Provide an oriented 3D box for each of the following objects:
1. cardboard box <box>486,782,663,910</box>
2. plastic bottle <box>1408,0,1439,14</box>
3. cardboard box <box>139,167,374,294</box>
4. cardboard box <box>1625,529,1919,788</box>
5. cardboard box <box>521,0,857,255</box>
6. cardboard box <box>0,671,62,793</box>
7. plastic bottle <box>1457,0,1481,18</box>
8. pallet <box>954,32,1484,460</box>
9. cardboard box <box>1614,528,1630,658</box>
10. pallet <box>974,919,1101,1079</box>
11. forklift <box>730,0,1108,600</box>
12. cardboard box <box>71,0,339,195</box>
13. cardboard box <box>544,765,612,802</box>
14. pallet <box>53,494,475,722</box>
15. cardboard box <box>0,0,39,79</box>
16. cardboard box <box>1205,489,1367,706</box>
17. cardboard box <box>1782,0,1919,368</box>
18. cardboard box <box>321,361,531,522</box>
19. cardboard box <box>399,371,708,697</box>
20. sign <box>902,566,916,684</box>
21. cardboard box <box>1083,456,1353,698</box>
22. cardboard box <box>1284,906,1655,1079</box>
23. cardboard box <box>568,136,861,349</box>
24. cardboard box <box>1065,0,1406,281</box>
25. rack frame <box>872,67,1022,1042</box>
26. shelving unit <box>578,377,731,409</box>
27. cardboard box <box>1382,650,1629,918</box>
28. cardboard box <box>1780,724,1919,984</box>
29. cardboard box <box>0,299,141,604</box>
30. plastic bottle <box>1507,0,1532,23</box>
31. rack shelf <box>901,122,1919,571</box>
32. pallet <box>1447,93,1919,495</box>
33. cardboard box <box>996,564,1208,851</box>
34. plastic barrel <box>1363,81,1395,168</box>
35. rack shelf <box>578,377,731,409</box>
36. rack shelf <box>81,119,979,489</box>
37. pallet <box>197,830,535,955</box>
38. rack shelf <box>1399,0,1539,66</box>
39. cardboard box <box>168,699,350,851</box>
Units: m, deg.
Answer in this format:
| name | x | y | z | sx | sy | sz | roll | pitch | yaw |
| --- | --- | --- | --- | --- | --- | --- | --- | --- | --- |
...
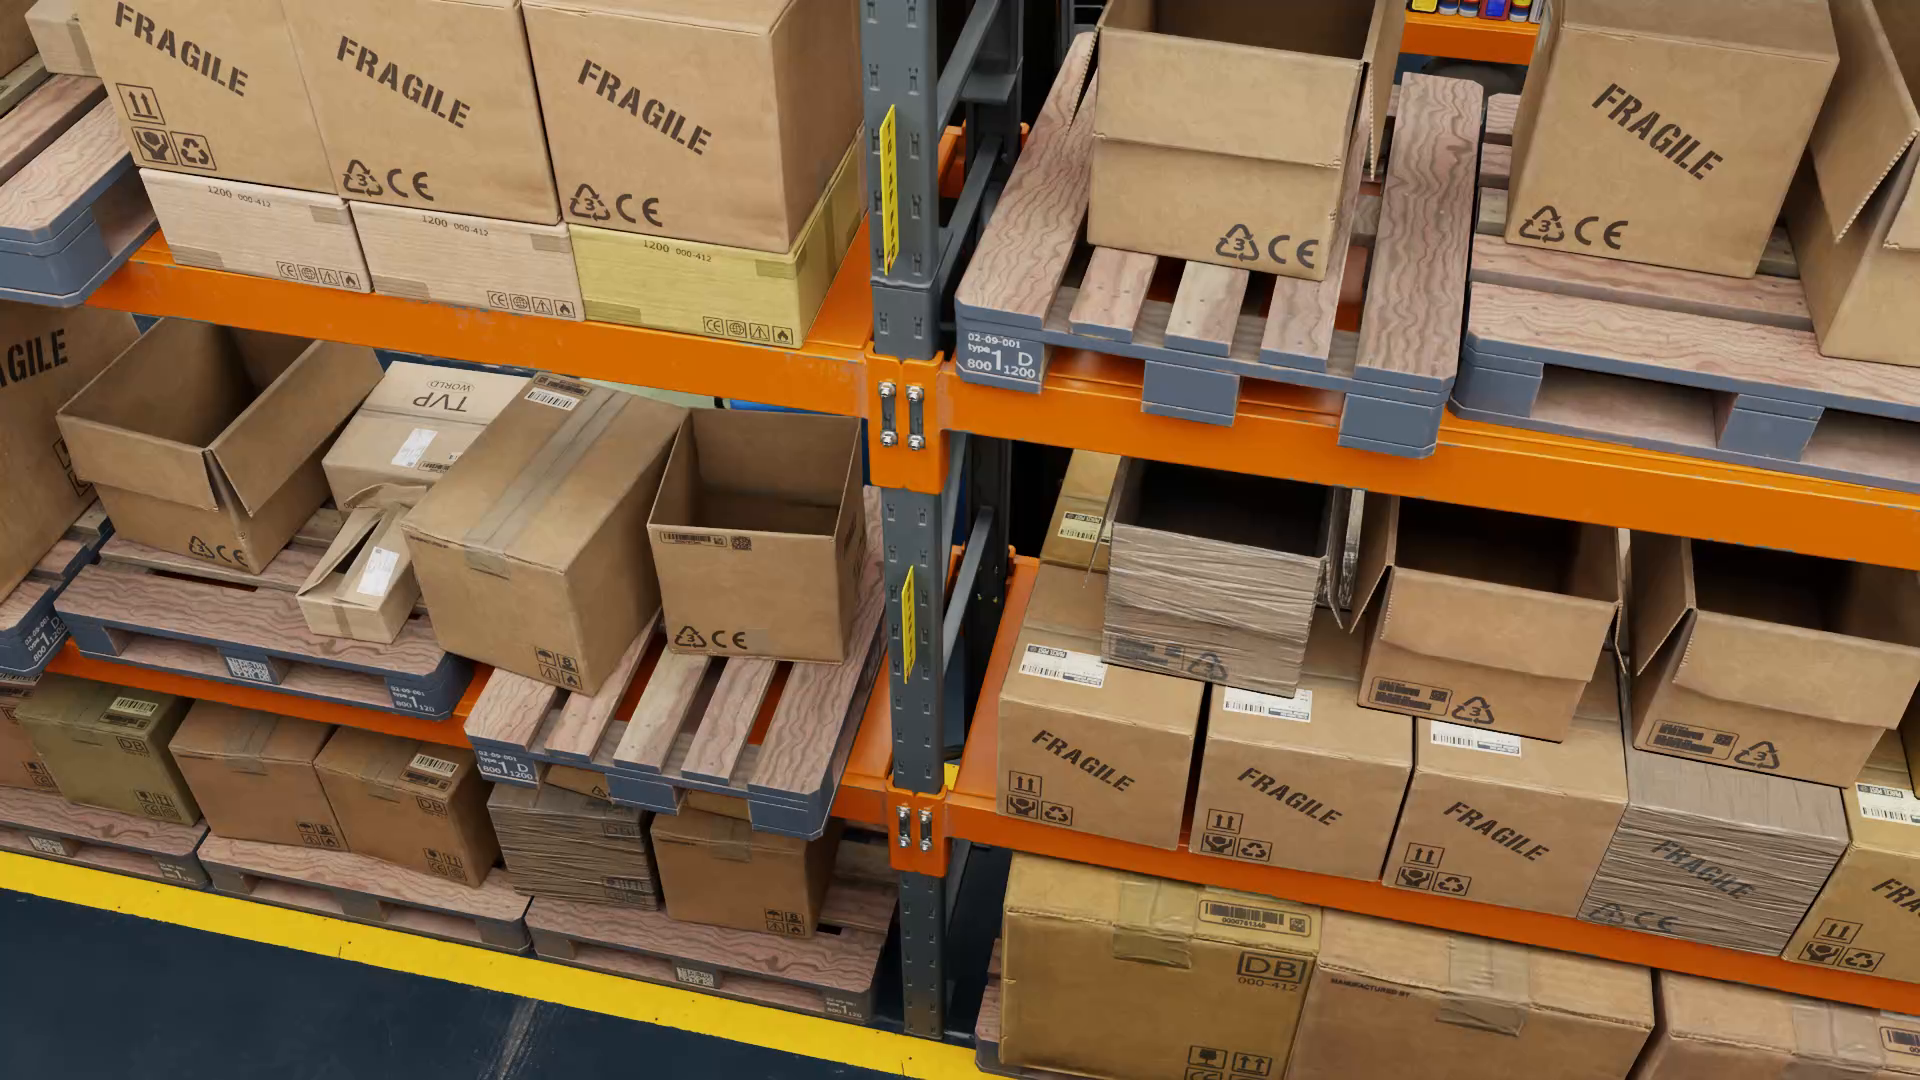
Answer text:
| name | x | y | z | sx | sy | sz | roll | pitch | yaw |
| --- | --- | --- | --- | --- | --- | --- | --- | --- | --- |
| cardboard box | -1.217 | 0.807 | 5.694 | 0.500 | 0.500 | 0.700 | 5 | 44 | 6 |
| plastic bottle | 2.216 | -2.642 | 7.876 | 0.133 | 0.283 | 0.061 | 9 | 45 | 9 |
| cardboard box | -1.508 | -0.849 | 3.874 | 0.500 | 0.250 | 0.500 | 10 | 45 | 10 |
| cardboard box | 1.987 | 0.150 | 4.096 | 0.637 | 0.503 | 0.797 | 10 | 45 | 10 |
| cardboard box | -0.535 | -0.972 | 3.461 | 0.500 | 0.500 | 0.500 | 10 | 45 | 10 |
| cardboard box | -3.323 | 0.472 | 6.042 | 0.500 | 0.500 | 0.700 | 6 | 44 | 6 |
| plastic bottle | 2.428 | -2.617 | 7.859 | 0.097 | 0.271 | 0.097 | 0 | 44 | 0 |
| pallet | 0.626 | -0.723 | 3.772 | 1.003 | 0.211 | 1.213 | 11 | 45 | 11 |
| cardboard box | 2.010 | 0.332 | 4.630 | 0.500 | 0.500 | 0.500 | 10 | 45 | 10 |
| pallet | 0.739 | 1.403 | 5.600 | 1.213 | 0.211 | 1.003 | 9 | 45 | 9 |
| forklift | 0.649 | -1.100 | 6.239 | 3.031 | 2.935 | 1.130 | 2 | 44 | 2 |
| cardboard box | -1.517 | -1.128 | 3.623 | 0.500 | 0.500 | 0.500 | 10 | 45 | 10 |
| cardboard box | -1.195 | 0.545 | 5.425 | 0.500 | 0.250 | 0.500 | 14 | 46 | 14 |
| pallet | -1.955 | 0.025 | 5.160 | 1.213 | 0.211 | 1.003 | 9 | 45 | 9 |
| cardboard box | -2.561 | -1.367 | 3.927 | 0.637 | 0.503 | 0.797 | 11 | 45 | 11 |
| cardboard box | 1.007 | 0.178 | 4.790 | 0.500 | 0.500 | 0.500 | 8 | 45 | 9 |
| cardboard box | 1.984 | -0.747 | 3.282 | 0.637 | 0.503 | 0.797 | 8 | 45 | 8 |
| cardboard box | -1.600 | -0.279 | 5.142 | 0.500 | 0.250 | 0.500 | 8 | 44 | 8 |
| cardboard box | -1.117 | -0.031 | 4.704 | 0.500 | 0.500 | 0.700 | 15 | 46 | 15 |
| sign | -0.124 | 0.208 | 4.053 | 0.005 | 0.325 | 0.100 | 9 | 45 | 9 |
| cardboard box | 0.696 | -0.048 | 4.301 | 0.637 | 0.503 | 0.797 | 10 | 45 | 10 |
| cardboard box | 1.523 | 1.101 | 5.133 | 0.875 | 0.875 | 1.225 | 9 | 45 | 9 |
| cardboard box | -0.532 | -0.705 | 3.725 | 0.500 | 0.250 | 0.500 | 9 | 45 | 9 |
| cardboard box | 0.597 | -0.998 | 3.543 | 0.637 | 0.503 | 0.797 | 11 | 45 | 11 |
| rack frame | -0.014 | 0.228 | 4.810 | 0.127 | 3.000 | 1.000 | 9 | 45 | 9 |
| shelving unit | -1.289 | -0.754 | 6.912 | 0.755 | 1.500 | 0.431 | 10 | 45 | 10 |
| cardboard box | 1.405 | 0.601 | 4.350 | 0.500 | 0.500 | 0.500 | 8 | 44 | 8 |
| cardboard box | 2.380 | 0.757 | 4.188 | 0.500 | 0.500 | 0.500 | 8 | 45 | 9 |
| cardboard box | -3.173 | -0.530 | 4.863 | 1.000 | 1.000 | 1.000 | 9 | 45 | 9 |
| plastic bottle | 2.653 | -2.582 | 7.823 | 0.097 | 0.271 | 0.097 | 0 | 44 | 0 |
| rack shelf | 1.937 | -0.291 | 3.705 | 4.000 | 0.370 | 1.077 | 9 | 45 | 9 |
| pallet | 1.718 | -0.556 | 3.598 | 1.213 | 0.211 | 1.003 | 11 | 45 | 11 |
| cardboard box | 0.401 | 0.449 | 4.508 | 0.500 | 0.500 | 0.500 | 10 | 45 | 10 |
| plastic barrel | 2.119 | -2.291 | 8.919 | 0.421 | 0.512 | 0.421 | 0 | 44 | 0 |
| rack shelf | -1.289 | -0.520 | 7.138 | 0.720 | 0.370 | 0.431 | 10 | 45 | 10 |
| rack shelf | -1.966 | -0.897 | 4.334 | 4.000 | 0.370 | 1.077 | 9 | 45 | 9 |
| pallet | -1.964 | 0.927 | 6.095 | 1.213 | 0.211 | 1.003 | 9 | 45 | 9 |
| rack shelf | 3.019 | -2.562 | 8.228 | 4.000 | 0.370 | 1.077 | 9 | 45 | 9 |
| cardboard box | -2.316 | 0.641 | 5.866 | 0.500 | 0.500 | 0.700 | 5 | 44 | 5 |
